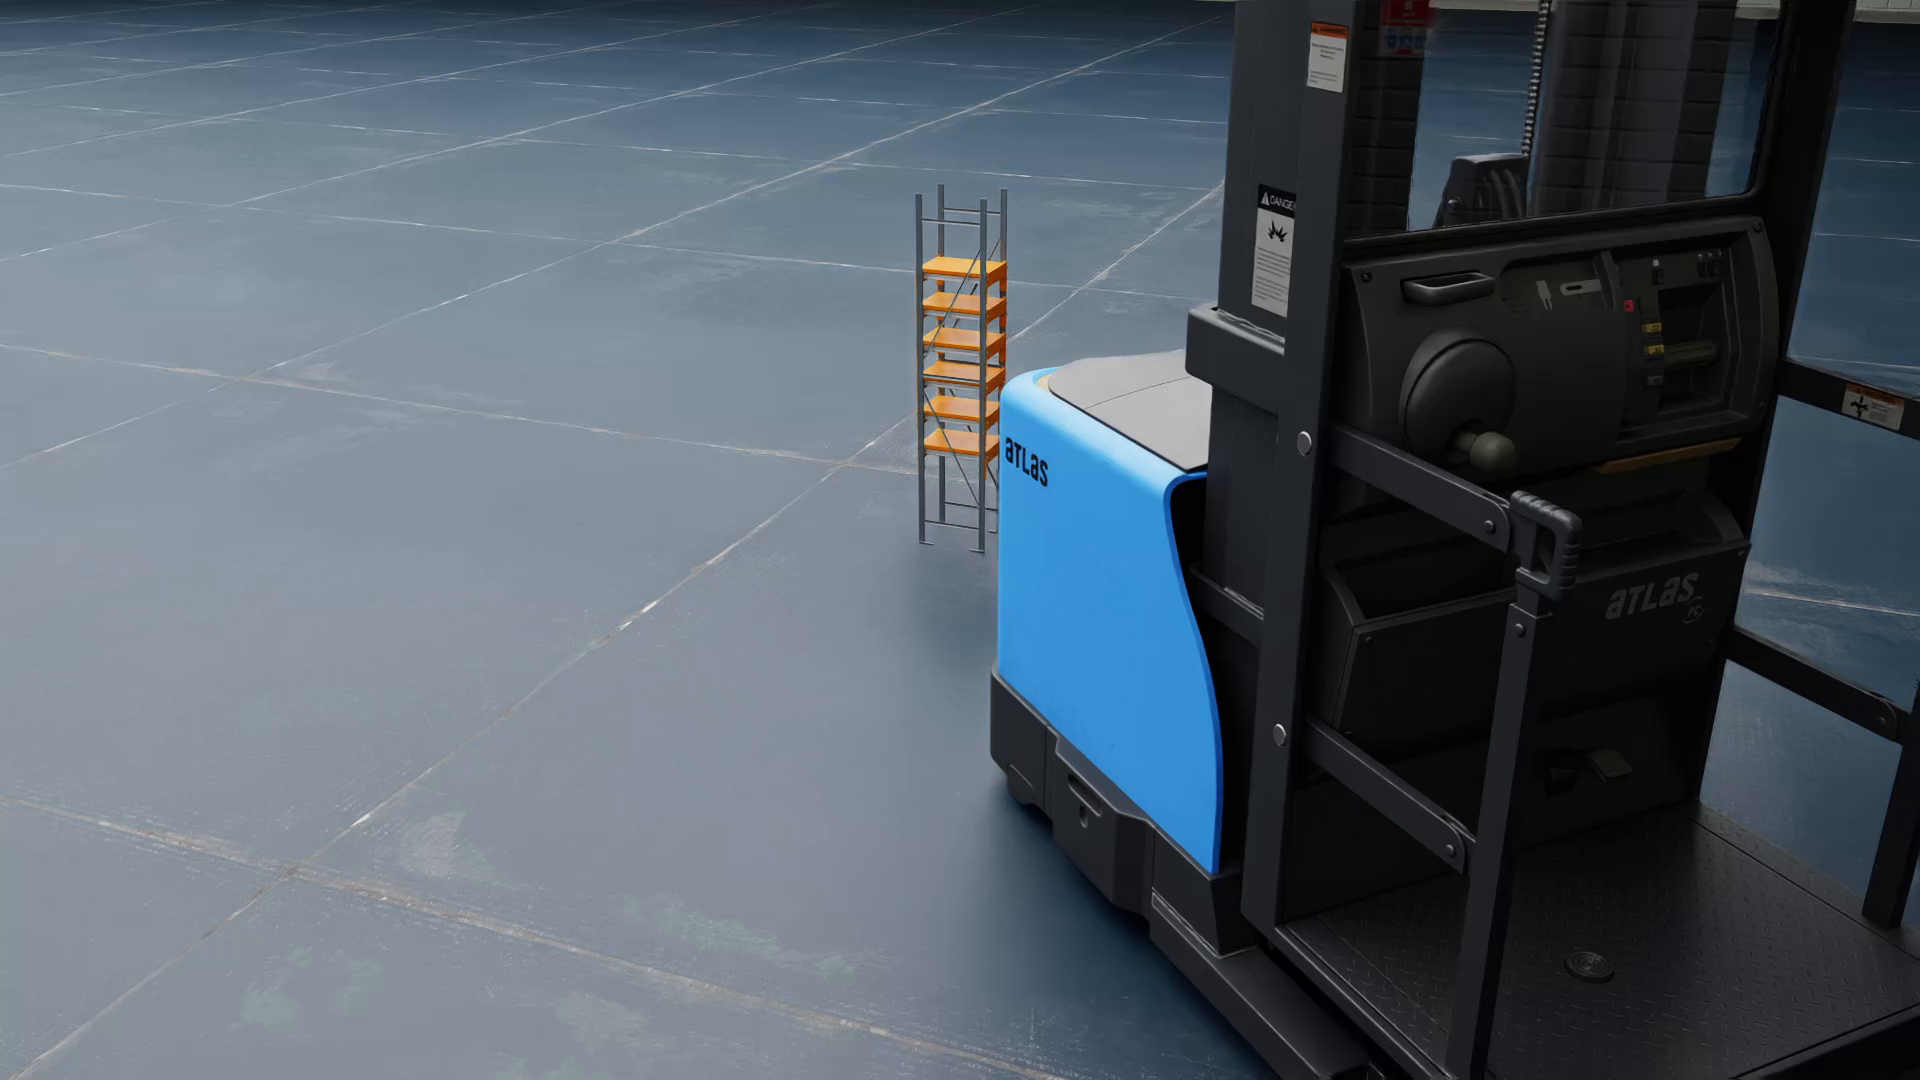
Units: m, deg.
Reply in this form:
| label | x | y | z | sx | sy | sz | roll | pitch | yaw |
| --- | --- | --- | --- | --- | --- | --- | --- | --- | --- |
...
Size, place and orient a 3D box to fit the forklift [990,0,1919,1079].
| label | x | y | z | sx | sy | sz | roll | pitch | yaw |
| --- | --- | --- | --- | --- | --- | --- | --- | --- | --- |
| forklift | 1.159 | -0.319 | 2.710 | 1.130 | 2.935 | 3.031 | -10 | 25 | -23 |

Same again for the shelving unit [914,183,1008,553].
| label | x | y | z | sx | sy | sz | roll | pitch | yaw |
| --- | --- | --- | --- | --- | --- | --- | --- | --- | --- |
| shelving unit | 0.005 | -0.559 | 5.531 | 0.258 | 1.200 | 0.189 | 9 | 24 | 20 |

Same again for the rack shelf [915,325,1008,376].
| label | x | y | z | sx | sy | sz | roll | pitch | yaw |
| --- | --- | --- | --- | --- | --- | --- | --- | --- | --- |
| rack shelf | 0.005 | -0.629 | 5.502 | 0.258 | 0.103 | 0.180 | 9 | 24 | 20 |

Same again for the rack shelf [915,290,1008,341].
| label | x | y | z | sx | sy | sz | roll | pitch | yaw |
| --- | --- | --- | --- | --- | --- | --- | --- | --- | --- |
| rack shelf | 0.005 | -0.739 | 5.456 | 0.258 | 0.103 | 0.180 | 9 | 24 | 20 |

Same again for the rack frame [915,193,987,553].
| label | x | y | z | sx | sy | sz | roll | pitch | yaw |
| --- | --- | --- | --- | --- | --- | --- | --- | --- | --- |
| rack frame | -0.029 | -0.526 | 5.453 | 0.240 | 1.200 | 0.006 | 9 | 24 | 20 |

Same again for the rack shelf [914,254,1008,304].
| label | x | y | z | sx | sy | sz | roll | pitch | yaw |
| --- | --- | --- | --- | --- | --- | --- | --- | --- | --- |
| rack shelf | 0.005 | -0.850 | 5.410 | 0.258 | 0.103 | 0.180 | 9 | 24 | 20 |

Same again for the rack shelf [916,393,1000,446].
| label | x | y | z | sx | sy | sz | roll | pitch | yaw |
| --- | --- | --- | --- | --- | --- | --- | --- | --- | --- |
| rack shelf | 0.005 | -0.407 | 5.595 | 0.258 | 0.103 | 0.180 | 9 | 24 | 20 |

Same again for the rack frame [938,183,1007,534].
| label | x | y | z | sx | sy | sz | roll | pitch | yaw |
| --- | --- | --- | --- | --- | --- | --- | --- | --- | --- |
| rack frame | 0.039 | -0.592 | 5.610 | 0.240 | 1.200 | 0.006 | 9 | 24 | 20 |

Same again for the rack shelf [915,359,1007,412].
| label | x | y | z | sx | sy | sz | roll | pitch | yaw |
| --- | --- | --- | --- | --- | --- | --- | --- | --- | --- |
| rack shelf | 0.005 | -0.518 | 5.548 | 0.258 | 0.103 | 0.180 | 9 | 24 | 20 |

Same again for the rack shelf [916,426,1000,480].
| label | x | y | z | sx | sy | sz | roll | pitch | yaw |
| --- | --- | --- | --- | --- | --- | --- | --- | --- | --- |
| rack shelf | 0.005 | -0.296 | 5.641 | 0.258 | 0.103 | 0.180 | 9 | 24 | 20 |
